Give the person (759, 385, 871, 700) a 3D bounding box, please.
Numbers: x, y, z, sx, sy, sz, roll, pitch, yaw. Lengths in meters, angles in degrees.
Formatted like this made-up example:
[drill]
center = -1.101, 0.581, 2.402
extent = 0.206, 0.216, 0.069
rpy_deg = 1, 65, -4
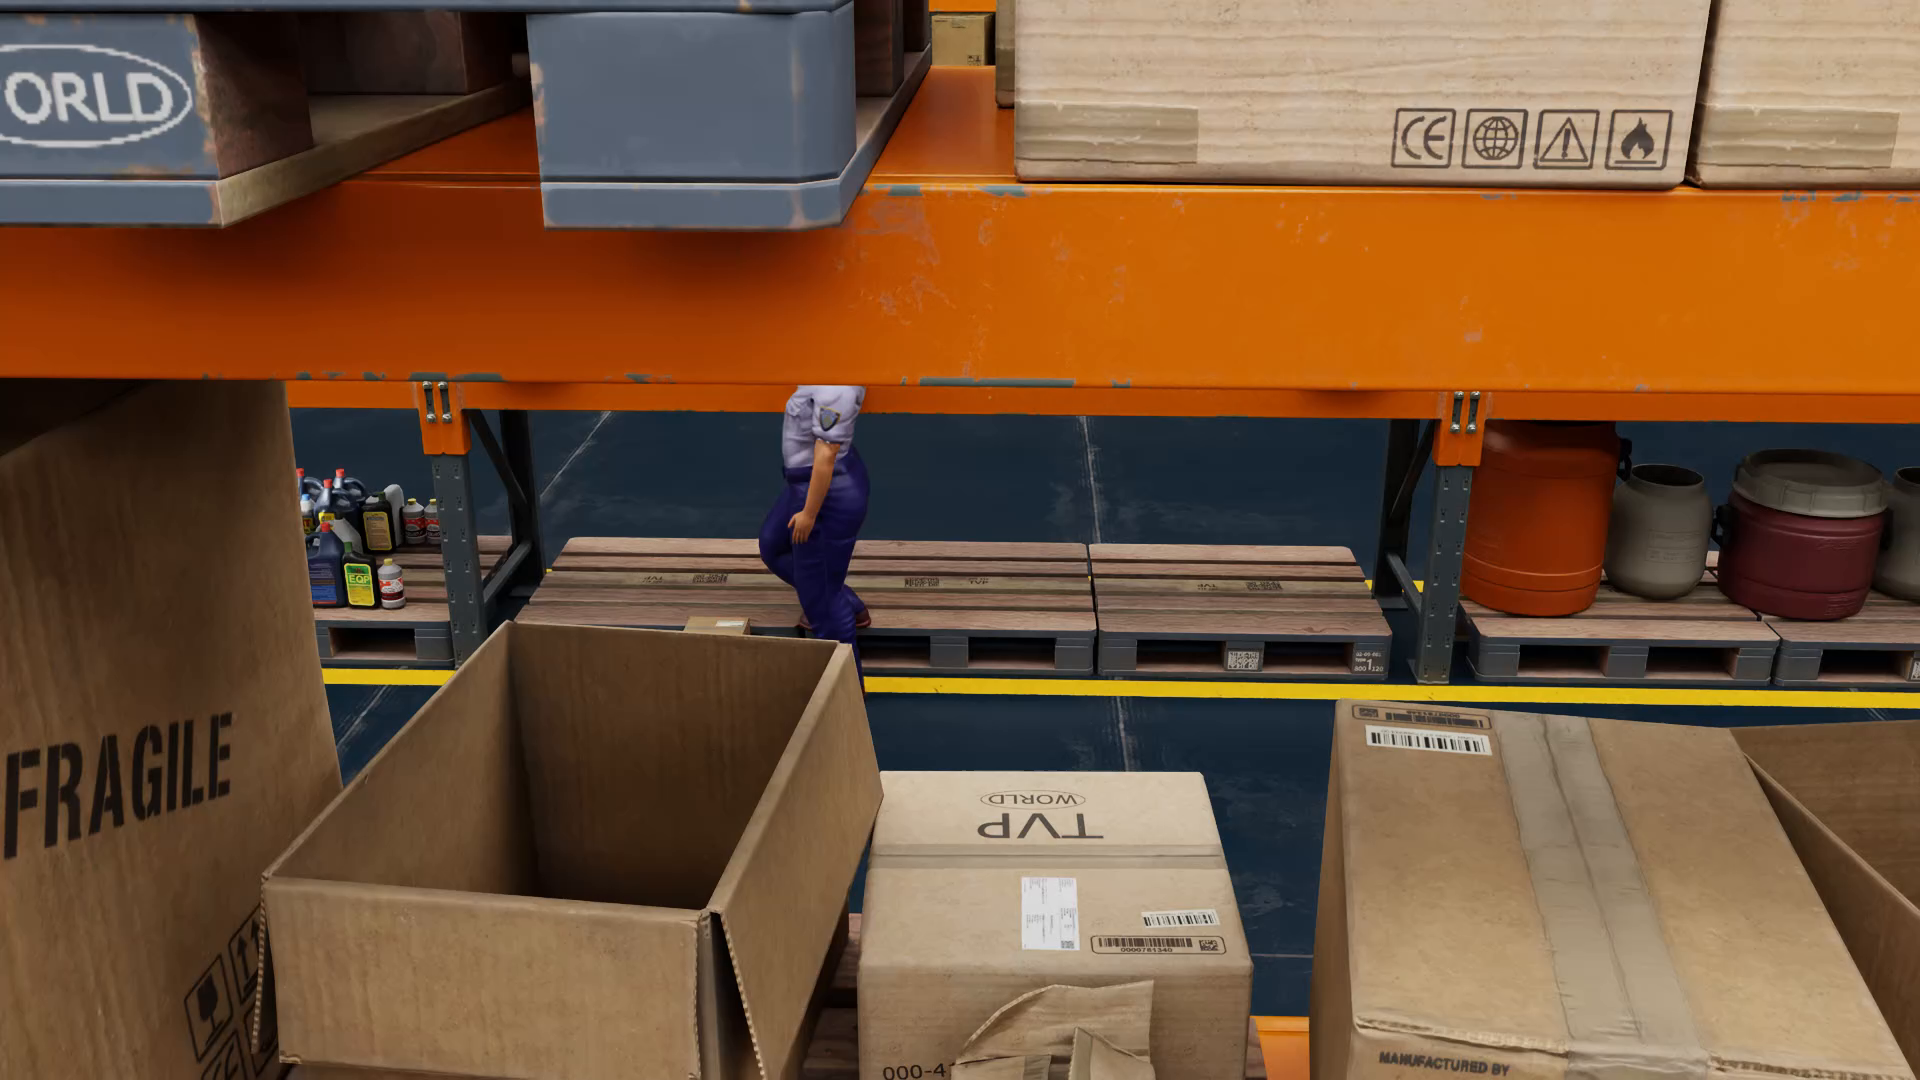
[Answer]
[person]
center = -0.585, -0.155, 6.525
extent = 0.498, 1.638, 0.473
rpy_deg = 1, 21, 3
